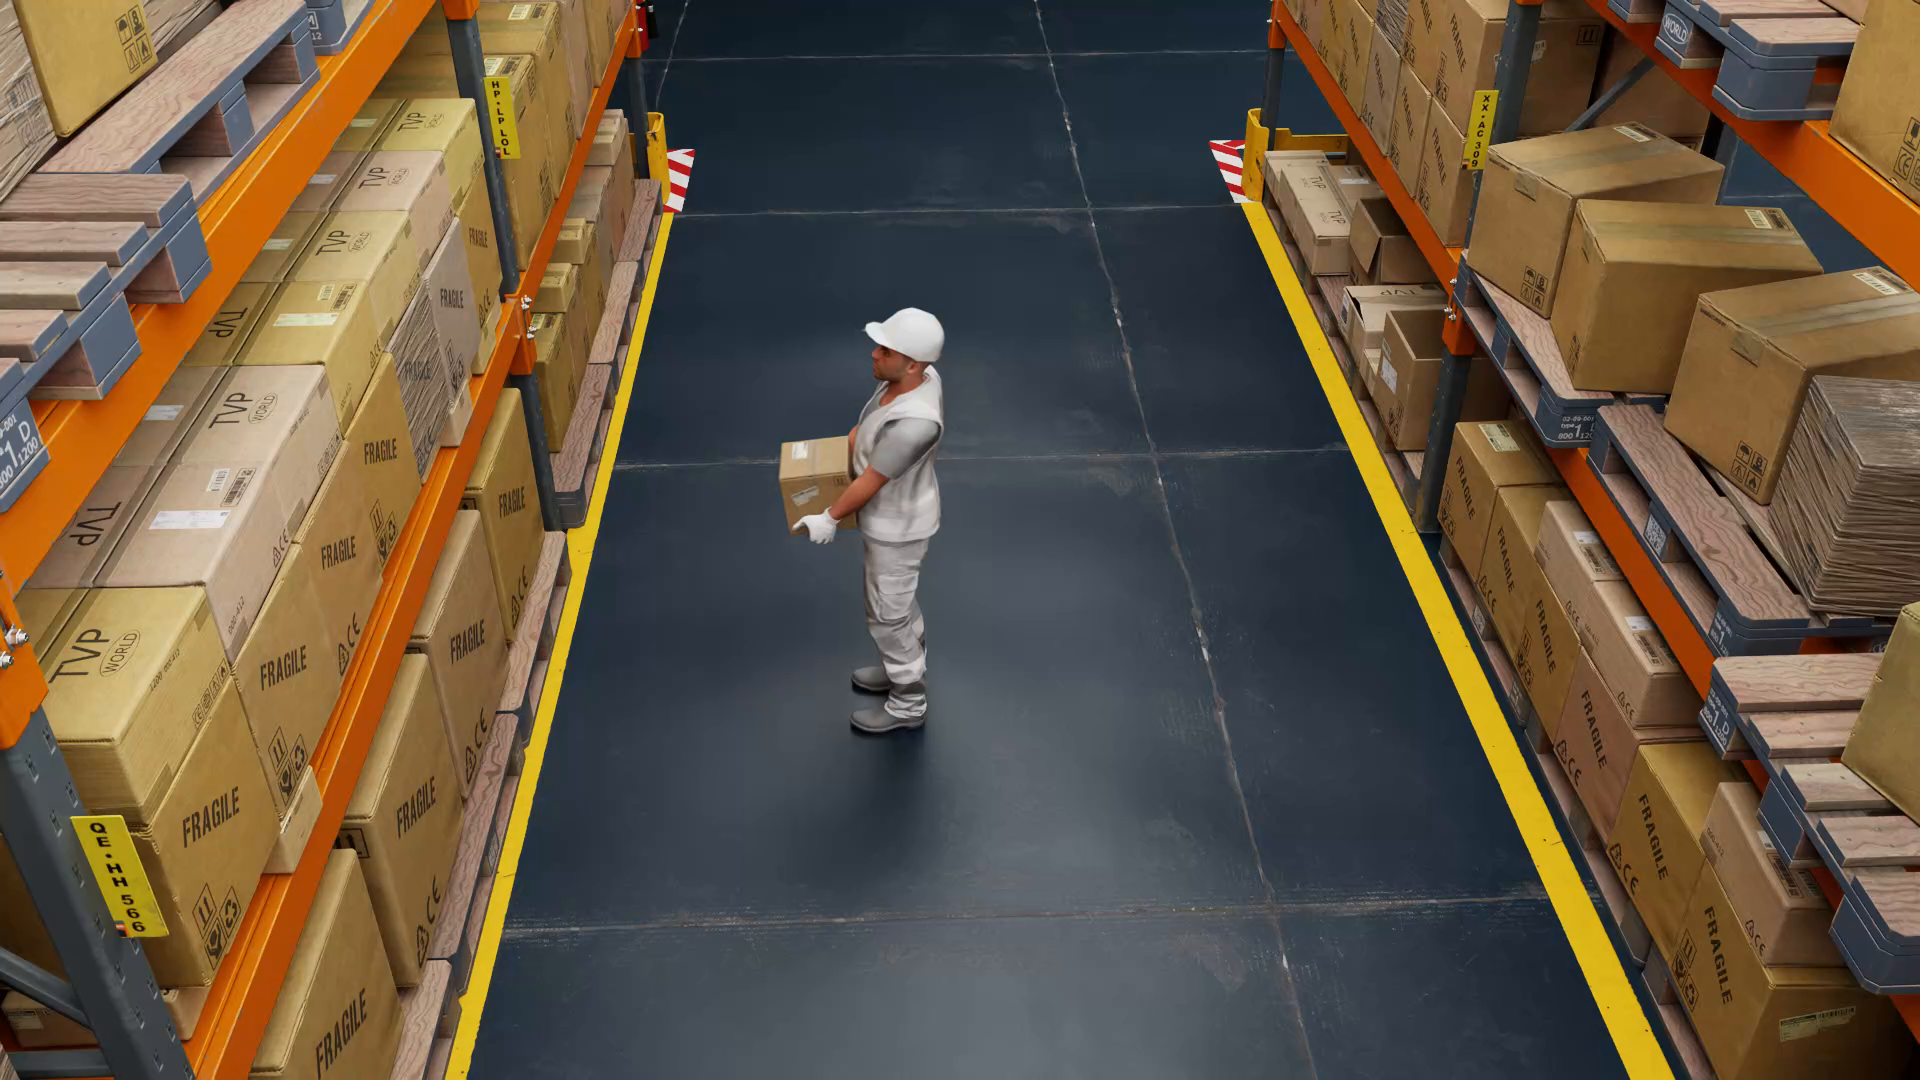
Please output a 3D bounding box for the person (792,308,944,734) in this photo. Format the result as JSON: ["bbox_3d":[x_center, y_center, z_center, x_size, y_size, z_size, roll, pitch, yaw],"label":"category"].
[{"bbox_3d":[-0.336,-0.058,6.214,0.564,1.781,0.494,-1,35,-2],"label":"person"}]
